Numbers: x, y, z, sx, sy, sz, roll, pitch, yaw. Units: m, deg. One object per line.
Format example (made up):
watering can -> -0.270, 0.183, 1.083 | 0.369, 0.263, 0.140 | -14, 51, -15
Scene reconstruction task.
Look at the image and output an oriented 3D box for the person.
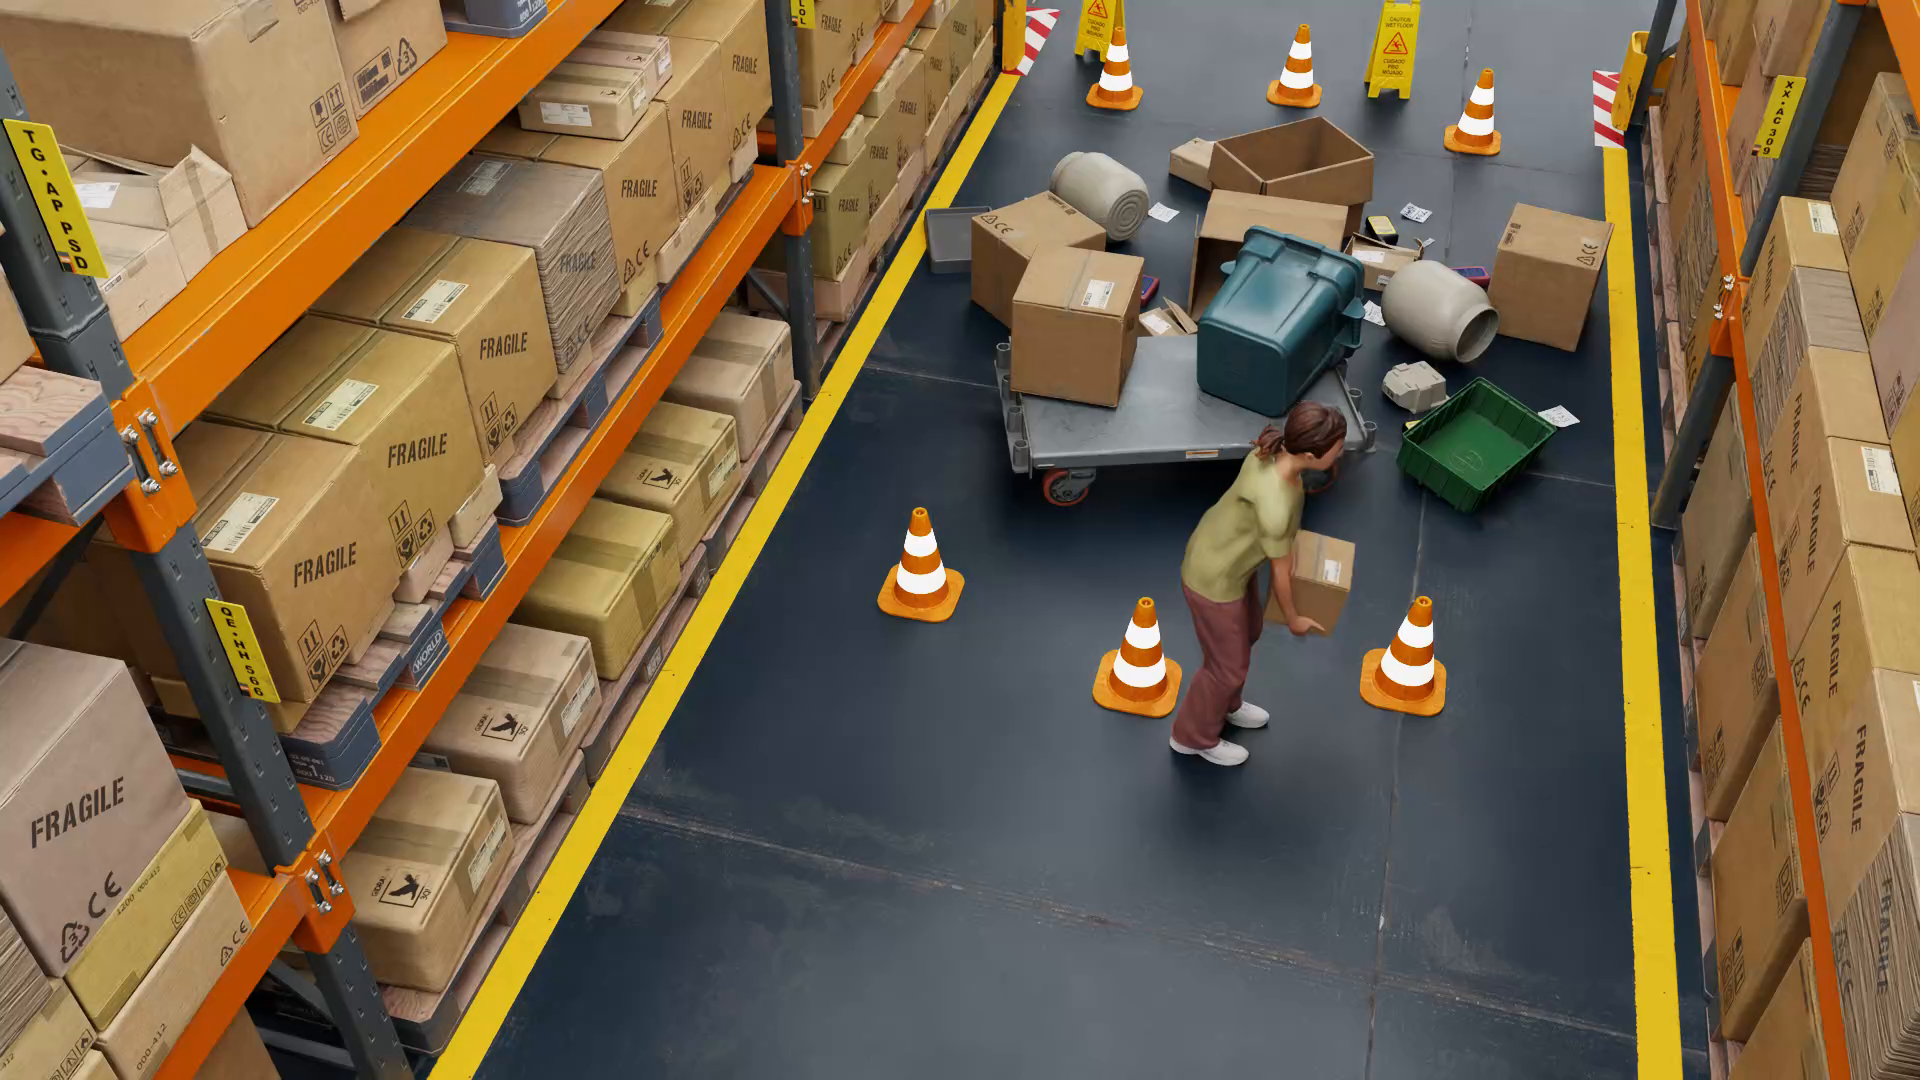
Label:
person -> 1.069, 0.154, 6.027 | 0.535, 1.624, 0.404 | 9, 42, 11
